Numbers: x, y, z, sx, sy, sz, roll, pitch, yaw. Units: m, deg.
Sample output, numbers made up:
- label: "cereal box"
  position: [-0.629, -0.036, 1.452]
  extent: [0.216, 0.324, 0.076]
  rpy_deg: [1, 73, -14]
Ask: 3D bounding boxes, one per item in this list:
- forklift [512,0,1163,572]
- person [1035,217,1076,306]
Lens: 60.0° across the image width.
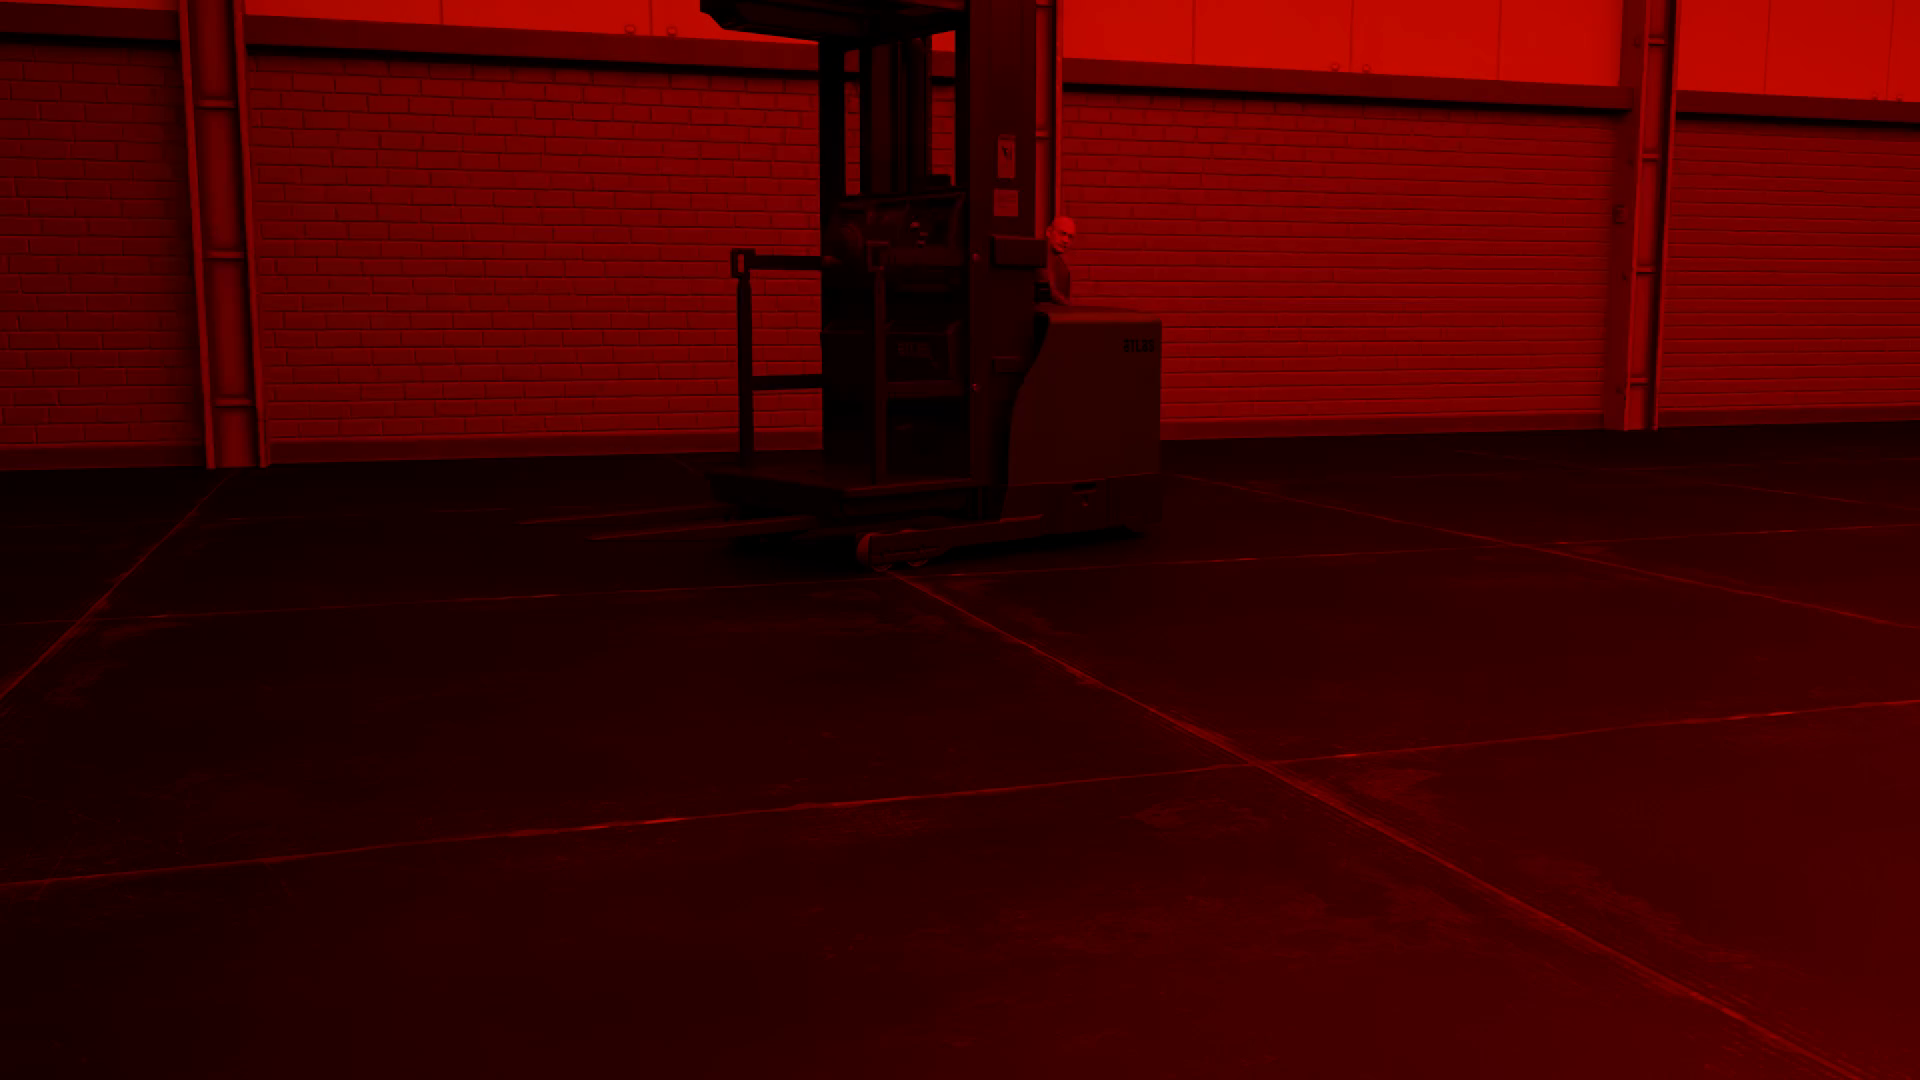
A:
- label: "forklift"
  position: [-0.461, -1.399, 7.333]
  extent: [3.031, 2.935, 1.130]
  rpy_deg: [-7, 10, -40]
- label: "person"
  position: [0.702, -1.272, 11.061]
  extent: [0.609, 1.732, 0.831]
  rpy_deg: [-1, 8, -6]
